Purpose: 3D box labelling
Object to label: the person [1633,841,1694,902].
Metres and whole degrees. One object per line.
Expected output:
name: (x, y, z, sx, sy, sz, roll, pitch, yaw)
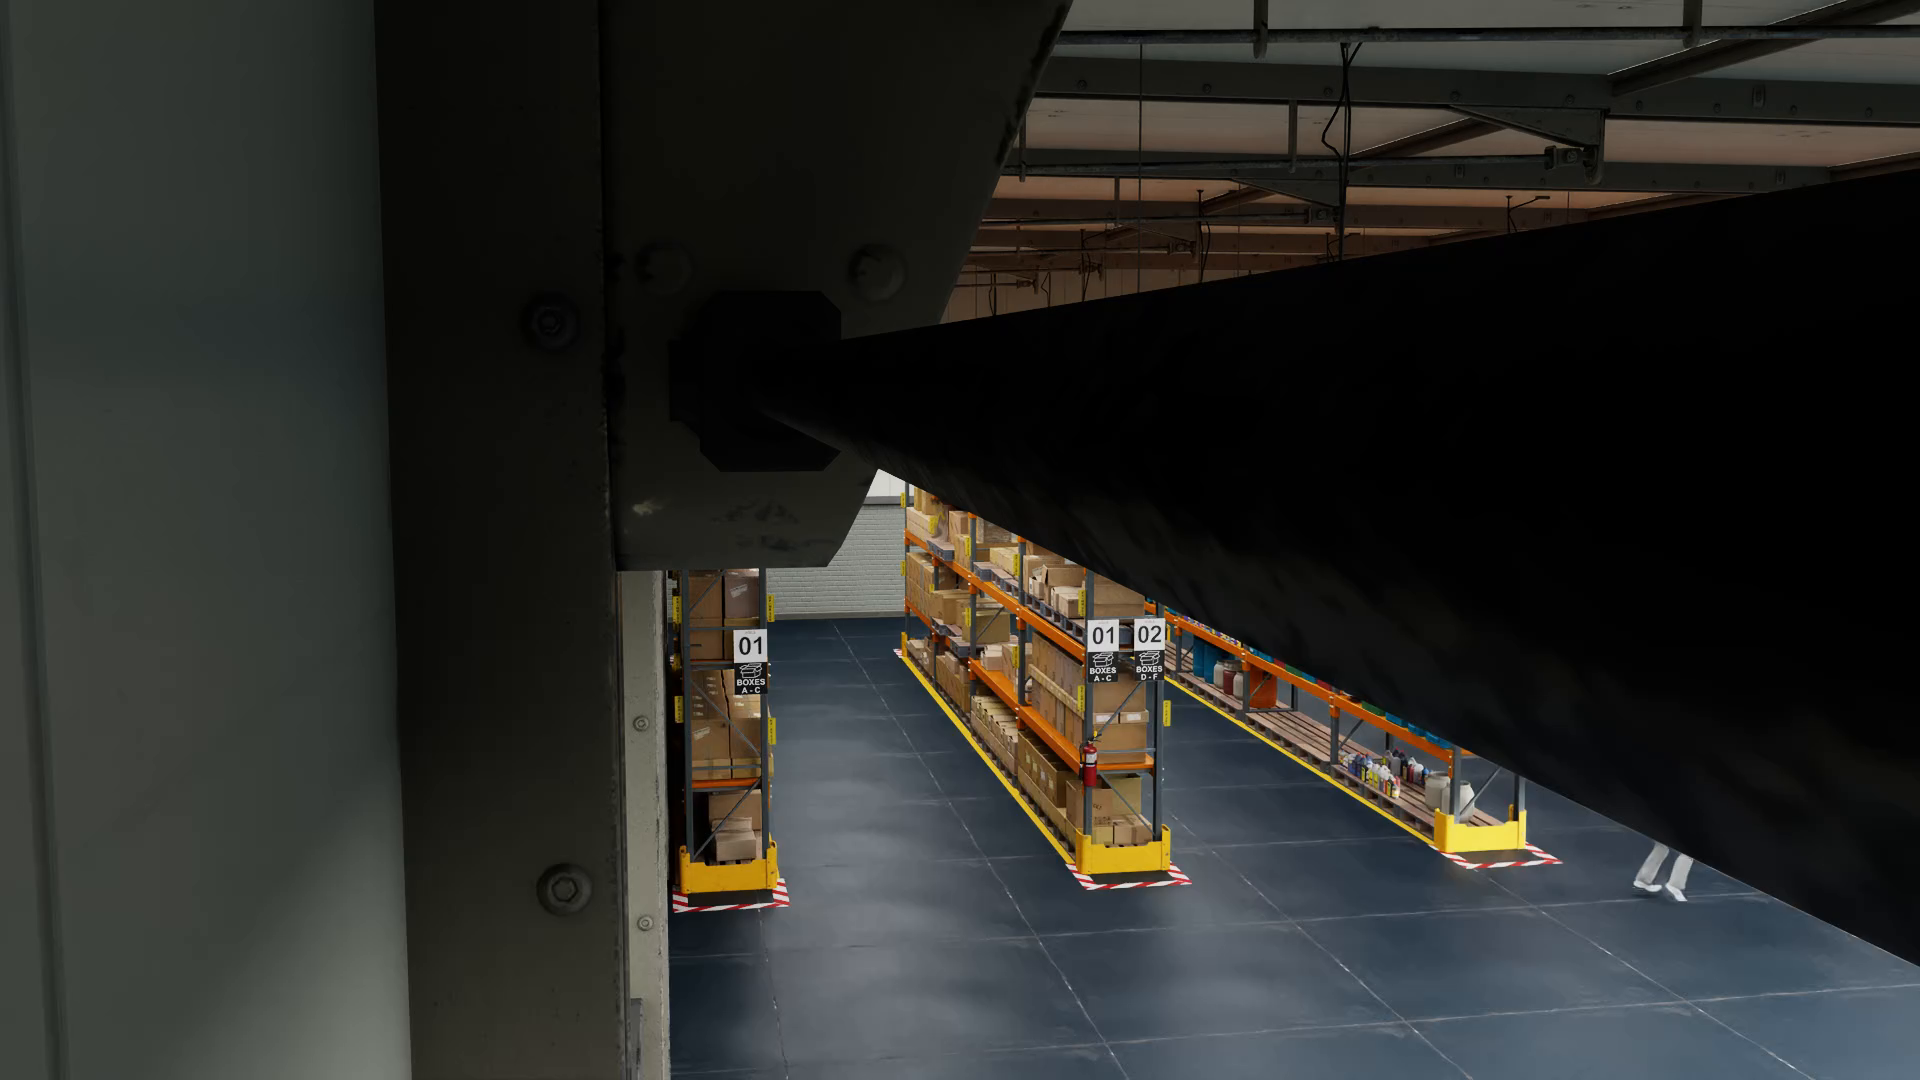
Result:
person: (8.479, 3.456, 19.888, 0.734, 1.723, 0.536, 3, 7, 25)
